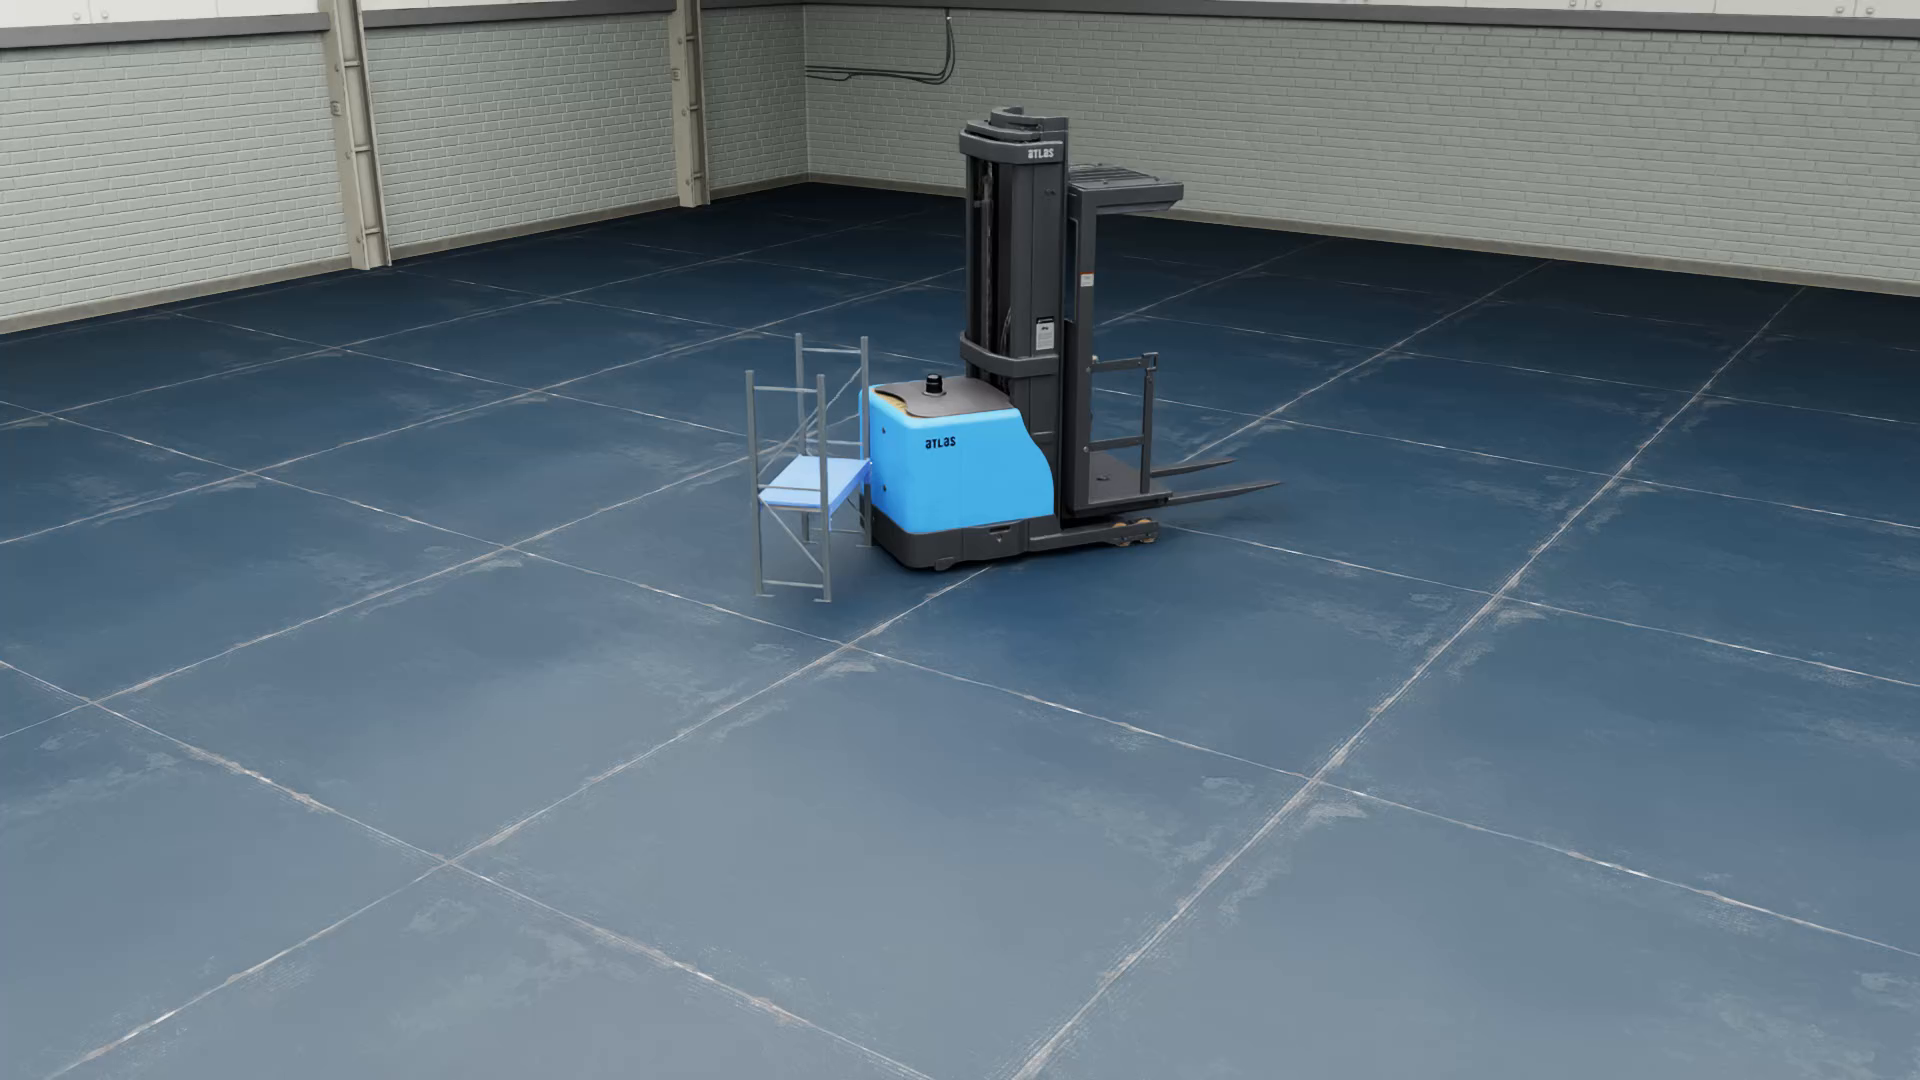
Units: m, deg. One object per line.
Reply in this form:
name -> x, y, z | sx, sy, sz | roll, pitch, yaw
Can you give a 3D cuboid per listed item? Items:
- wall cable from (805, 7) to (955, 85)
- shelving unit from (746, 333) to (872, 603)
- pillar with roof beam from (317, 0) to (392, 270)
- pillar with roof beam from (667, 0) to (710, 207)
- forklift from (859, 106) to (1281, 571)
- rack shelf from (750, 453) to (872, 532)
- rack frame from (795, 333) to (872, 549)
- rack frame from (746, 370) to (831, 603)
wall cable -> -1.377, -8.561, 26.413 | 3.097, 2.526, 0.112 | 13, 24, 32
shelving unit -> -0.968, -0.494, 10.938 | 0.538, 1.500, 1.048 | 4, 21, 11
pillar with roof beam -> -3.939, -6.868, 17.362 | 9.100, 9.000, 0.400 | 13, 24, 32
pillar with roof beam -> -0.566, -8.590, 22.016 | 9.100, 9.000, 0.400 | 13, 24, 32
forklift -> 0.849, -1.485, 11.554 | 3.031, 2.935, 1.130 | -9, 22, -22
rack shelf -> -0.968, -0.325, 11.000 | 0.538, 0.185, 1.000 | 4, 21, 11
rack frame -> -0.862, -0.666, 11.404 | 0.500, 1.500, 0.032 | 4, 21, 11
rack frame -> -1.074, -0.321, 10.472 | 0.500, 1.500, 0.032 | 4, 21, 11
